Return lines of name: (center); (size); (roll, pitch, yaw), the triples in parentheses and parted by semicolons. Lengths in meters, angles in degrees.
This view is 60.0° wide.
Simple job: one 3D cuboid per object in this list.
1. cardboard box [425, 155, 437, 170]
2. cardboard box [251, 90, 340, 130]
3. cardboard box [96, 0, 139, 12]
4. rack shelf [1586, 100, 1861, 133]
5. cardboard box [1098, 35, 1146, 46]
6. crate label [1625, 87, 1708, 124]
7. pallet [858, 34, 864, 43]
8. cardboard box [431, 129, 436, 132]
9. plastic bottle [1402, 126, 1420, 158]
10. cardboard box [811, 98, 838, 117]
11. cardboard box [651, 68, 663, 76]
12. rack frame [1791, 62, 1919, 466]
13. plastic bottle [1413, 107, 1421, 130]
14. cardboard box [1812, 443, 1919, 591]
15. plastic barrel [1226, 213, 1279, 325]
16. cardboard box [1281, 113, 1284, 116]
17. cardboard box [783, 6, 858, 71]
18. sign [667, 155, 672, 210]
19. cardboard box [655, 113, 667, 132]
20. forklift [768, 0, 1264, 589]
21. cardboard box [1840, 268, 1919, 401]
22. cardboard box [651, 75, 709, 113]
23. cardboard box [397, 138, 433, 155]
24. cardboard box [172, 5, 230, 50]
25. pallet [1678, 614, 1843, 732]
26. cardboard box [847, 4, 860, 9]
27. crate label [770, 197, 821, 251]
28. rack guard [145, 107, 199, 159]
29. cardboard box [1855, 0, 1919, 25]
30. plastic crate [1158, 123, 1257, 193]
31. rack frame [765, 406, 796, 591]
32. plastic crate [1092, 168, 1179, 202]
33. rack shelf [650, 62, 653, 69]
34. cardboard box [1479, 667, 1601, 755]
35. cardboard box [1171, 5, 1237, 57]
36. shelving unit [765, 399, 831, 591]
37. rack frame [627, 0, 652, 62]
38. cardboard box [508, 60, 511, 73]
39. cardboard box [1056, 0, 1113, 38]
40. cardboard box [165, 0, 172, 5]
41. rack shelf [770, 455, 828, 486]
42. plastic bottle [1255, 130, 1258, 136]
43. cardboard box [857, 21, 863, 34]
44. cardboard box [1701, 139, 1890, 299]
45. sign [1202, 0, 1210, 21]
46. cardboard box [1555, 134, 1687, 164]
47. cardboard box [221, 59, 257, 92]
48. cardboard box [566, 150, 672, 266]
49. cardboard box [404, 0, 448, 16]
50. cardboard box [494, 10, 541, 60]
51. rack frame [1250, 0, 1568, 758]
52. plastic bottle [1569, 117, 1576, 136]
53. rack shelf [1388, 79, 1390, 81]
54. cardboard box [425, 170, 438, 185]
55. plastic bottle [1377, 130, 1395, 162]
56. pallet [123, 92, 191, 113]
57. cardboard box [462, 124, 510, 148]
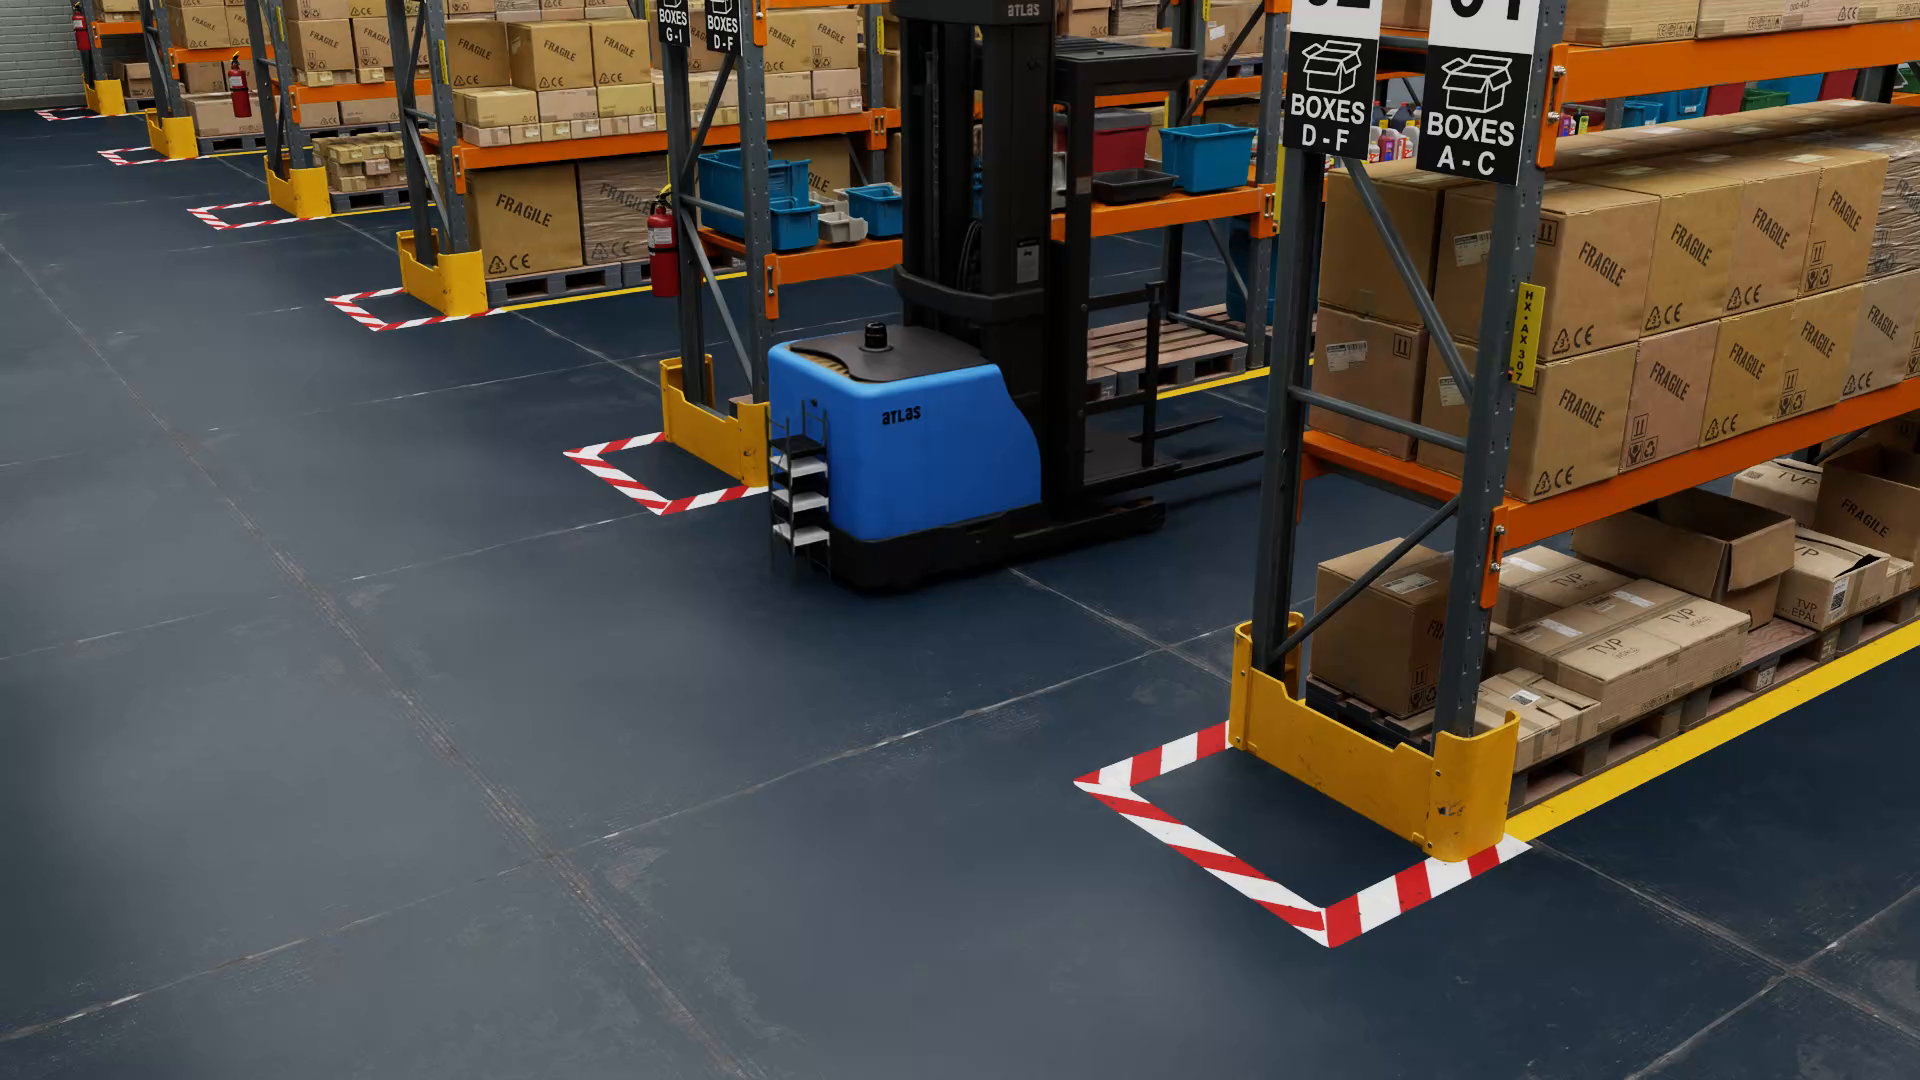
cardboard box: (-5.854, -4.103, 18.011); (0.250, 0.149, 0.380); (-14, 26, -31)
cardboard box: (-8.861, -5.759, 22.173); (0.875, 0.438, 0.875); (-14, 26, -31)
cardboard box: (-12.452, -7.959, 24.595); (0.500, 0.250, 0.500); (-15, 26, -33)
rack shelf: (6.722, -3.740, 15.191); (4.000, 0.370, 1.077); (-15, 26, -33)
cardboard box: (1.541, -4.890, 16.968); (0.500, 0.500, 0.500); (-15, 26, -33)
crate label: (6.062, -3.791, 14.302); (0.616, 0.435, 0.502); (-15, 26, -33)
pallet: (-1.126, -6.370, 21.070); (1.003, 0.211, 1.213); (-15, 26, -33)
cardboard box: (-5.736, -4.518, 18.650); (0.250, 0.149, 0.380); (-16, 27, -35)
plastic bottle: (3.389, -2.954, 12.418); (0.135, 0.276, 0.152); (-15, 26, -33)
cardboard box: (-1.307, -3.928, 15.032); (0.250, 0.149, 0.380); (-14, 26, -32)
cardboard box: (-2.805, -3.986, 14.640); (0.500, 0.250, 0.500); (-15, 26, -33)
rack frame: (4.741, -1.284, 8.067); (0.127, 3.000, 1.000); (-15, 26, -33)
plastic bottle: (3.698, -3.368, 13.462); (0.097, 0.271, 0.097); (0, 22, 0)
cardboard box: (4.444, -0.119, 7.926); (0.500, 0.500, 0.500); (-15, 26, -33)
plastic barrel: (2.303, -2.108, 12.397); (0.708, 0.901, 0.600); (-15, 26, -33)
cardboard box: (4.089, -4.695, 19.394); (0.500, 0.500, 0.700); (-18, 28, -37)
cardboard box: (-1.259, -4.502, 14.920); (0.500, 0.500, 0.500); (-14, 26, -31)
sign: (-1.730, -2.147, 10.009); (0.005, 0.325, 0.100); (-15, 26, -33)
cardboard box: (-2.560, -3.594, 14.194); (0.250, 0.149, 0.380); (-16, 27, -34)
forklift: (0.511, -1.520, 8.751); (3.031, 2.935, 1.130); (-14, 26, -31)
cardboard box: (3.652, -0.921, 7.023); (0.500, 0.500, 0.500); (-14, 26, -32)
cardboard box: (-2.493, -3.827, 14.241); (0.500, 0.250, 0.500); (-16, 27, -34)
cardboard box: (-5.894, -4.262, 18.008); (0.250, 0.149, 0.380); (-16, 27, -35)
cardboard box: (-9.519, -6.445, 20.865); (0.500, 0.500, 0.500); (-15, 26, -33)
pallet: (3.192, 0.425, 7.546); (1.213, 0.211, 1.003); (-15, 26, -33)
cardboard box: (-1.372, -6.586, 20.324); (0.250, 0.149, 0.380); (-14, 26, -31)
crate label: (-1.003, -1.814, 9.539); (0.303, 0.233, 0.416); (-15, 26, -33)
rack guard: (-10.096, -5.215, 21.290); (0.348, 0.500, 1.175); (-15, 26, -33)
cardboard box: (3.280, -2.100, 6.266); (0.500, 0.250, 0.500); (-15, 26, -33)
plastic crate: (1.671, -2.592, 11.285); (0.575, 0.384, 0.392); (-15, 26, -33)
rack frame: (-0.885, -0.200, 8.184); (0.006, 0.900, 0.240); (-14, 26, -31)
plastic crate: (1.099, -2.352, 11.034); (0.590, 0.125, 0.437); (-15, 26, -33)
rack shelf: (-2.233, -5.878, 20.550); (4.000, 0.370, 1.077); (-15, 26, -33)
cardboard box: (2.237, 0.652, 6.444); (0.250, 0.166, 0.380); (-15, 26, -33)
cardboard box: (2.620, -5.501, 17.934); (0.500, 0.500, 0.500); (-19, 29, -39)
shelving unit: (-0.800, -0.221, 8.236); (0.210, 0.900, 0.258); (-14, 26, -31)
rack frame: (-3.856, -5.779, 19.332); (0.127, 3.000, 1.000); (-15, 26, -33)
cardboard box: (-5.013, -5.247, 18.336); (0.250, 0.149, 0.380); (-15, 26, -34)
cardboard box: (1.072, -5.350, 16.767); (0.637, 0.503, 0.797); (-14, 26, -32)
cardboard box: (-9.824, -7.068, 21.077); (0.500, 0.500, 0.500); (-14, 26, -31)
rack shelf: (-0.800, -0.357, 8.182); (0.200, 0.077, 0.258); (-14, 26, -31)
plastic bottle: (2.279, -2.979, 12.482); (0.135, 0.276, 0.152); (-15, 26, -33)
cardboard box: (-1.357, -6.316, 20.451); (0.250, 0.149, 0.380); (-15, 26, -34)
cardboard box: (3.249, -1.278, 6.568); (0.500, 0.500, 0.500); (-15, 26, -33)
sign: (2.532, -5.502, 17.076); (0.005, 0.325, 0.100); (-15, 26, -33)
cardboard box: (2.522, -1.331, 6.702); (0.500, 0.500, 0.500); (-14, 26, -31)
cardboard box: (-11.222, -7.269, 25.871); (0.500, 0.500, 0.500); (-14, 26, -32)
cardboard box: (-3.077, -2.967, 14.585); (0.875, 0.875, 0.875); (-15, 26, -33)
cardboard box: (-5.743, -5.797, 17.490); (0.500, 0.500, 0.500); (-16, 27, -34)
cardboard box: (-4.911, -5.555, 18.233); (0.500, 0.500, 0.500); (-15, 26, -33)
rack frame: (1.494, -0.418, 5.897); (0.127, 3.000, 1.000); (-15, 26, -33)
plastic bottle: (4.915, -3.313, 13.420); (0.097, 0.201, 0.097); (0, 22, 0)
rack shelf: (7.076, -6.096, 21.095); (4.000, 0.370, 1.077); (-15, 26, -33)
cardboard box: (-5.857, -3.961, 18.055); (0.250, 0.149, 0.380); (-15, 26, -32)
plastic bottle: (3.119, -2.864, 12.184); (0.133, 0.283, 0.061); (-15, 26, -33)
pallet: (-12.270, -6.767, 25.571); (1.213, 0.211, 1.003); (-15, 26, -33)
cardboard box: (-3.808, -3.260, 13.358); (0.250, 0.149, 0.380); (-15, 26, -32)
